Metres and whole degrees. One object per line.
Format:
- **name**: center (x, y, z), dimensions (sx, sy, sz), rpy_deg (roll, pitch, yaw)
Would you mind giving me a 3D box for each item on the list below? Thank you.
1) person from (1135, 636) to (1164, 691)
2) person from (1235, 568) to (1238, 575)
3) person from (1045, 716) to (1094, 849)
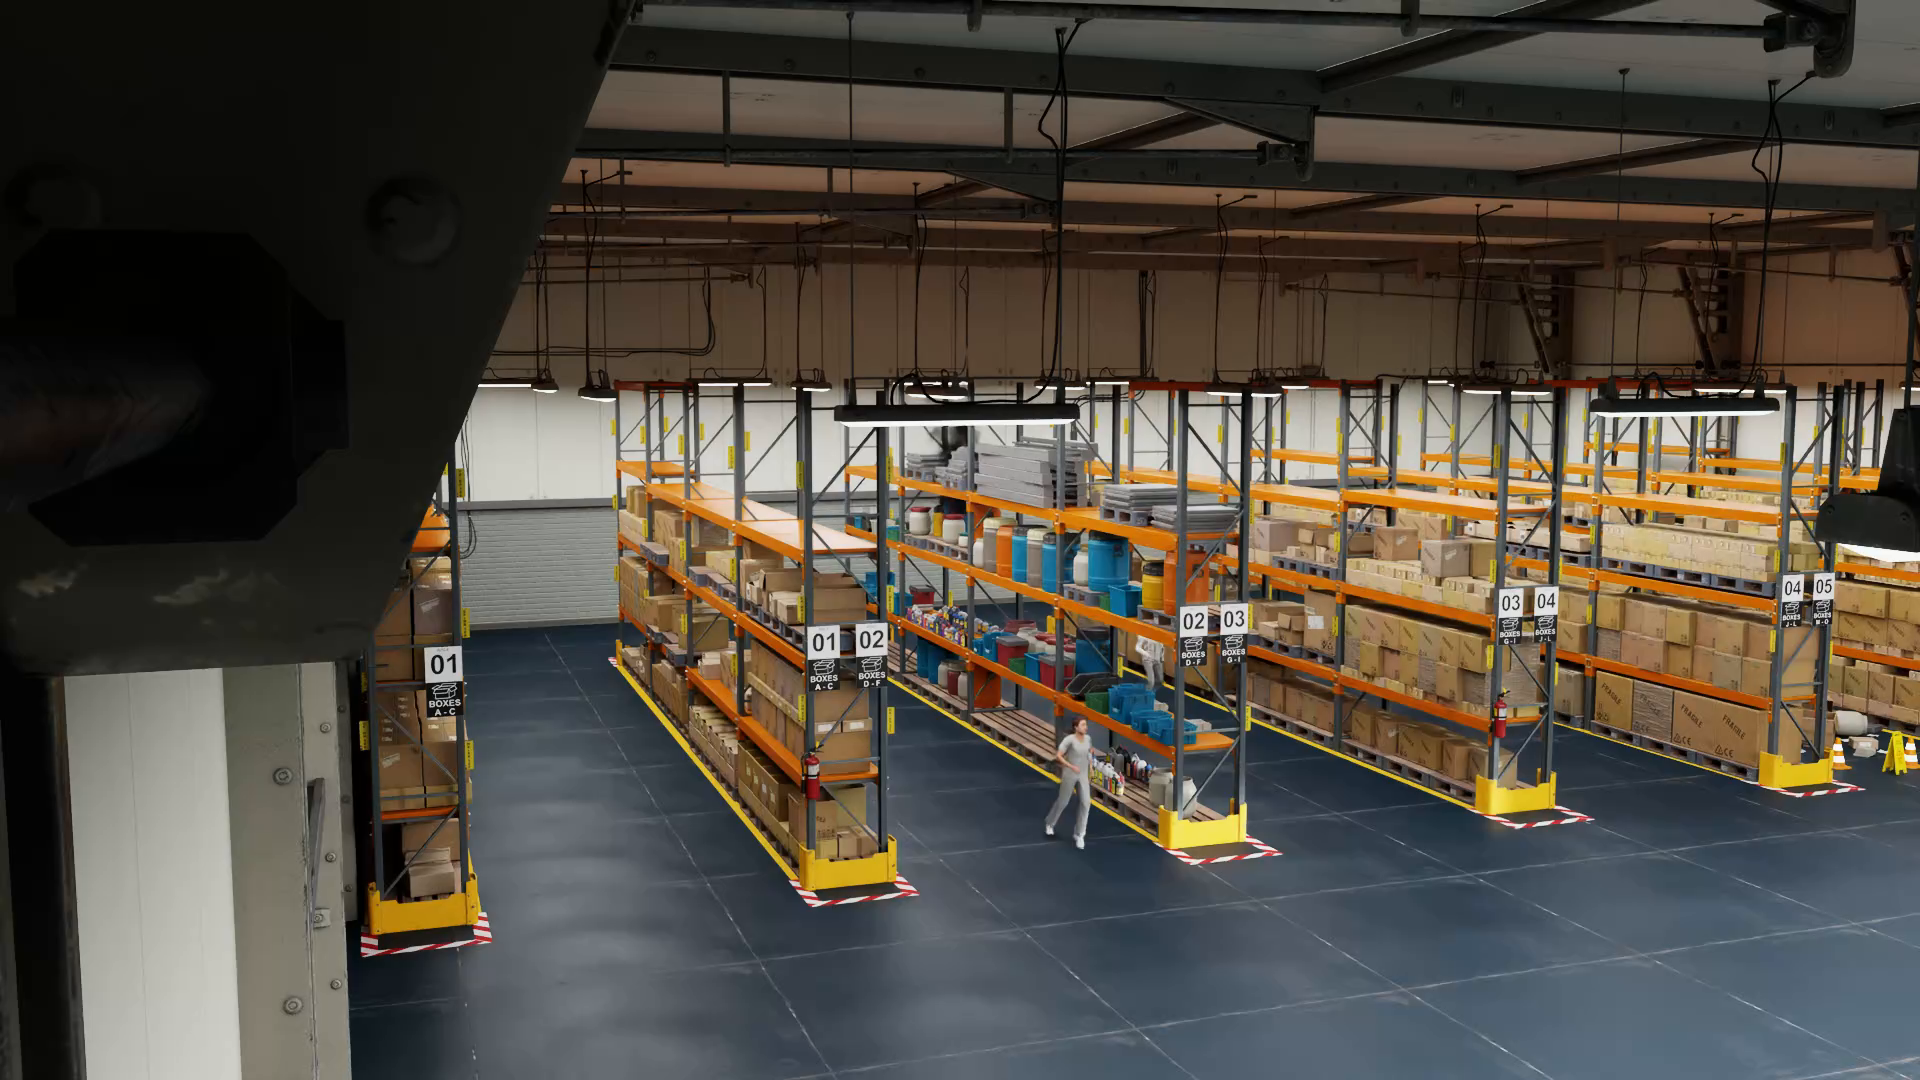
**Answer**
- **person**: center (3.570, 2.239, 30.957), dimensions (0.612, 1.648, 0.560), rpy_deg (-2, 6, -21)
- **person**: center (7.024, 1.142, 41.463), dimensions (0.595, 1.657, 0.796), rpy_deg (-1, 6, -8)
- **person**: center (1.546, 3.172, 22.114), dimensions (0.644, 1.683, 0.848), rpy_deg (-3, 7, -24)
